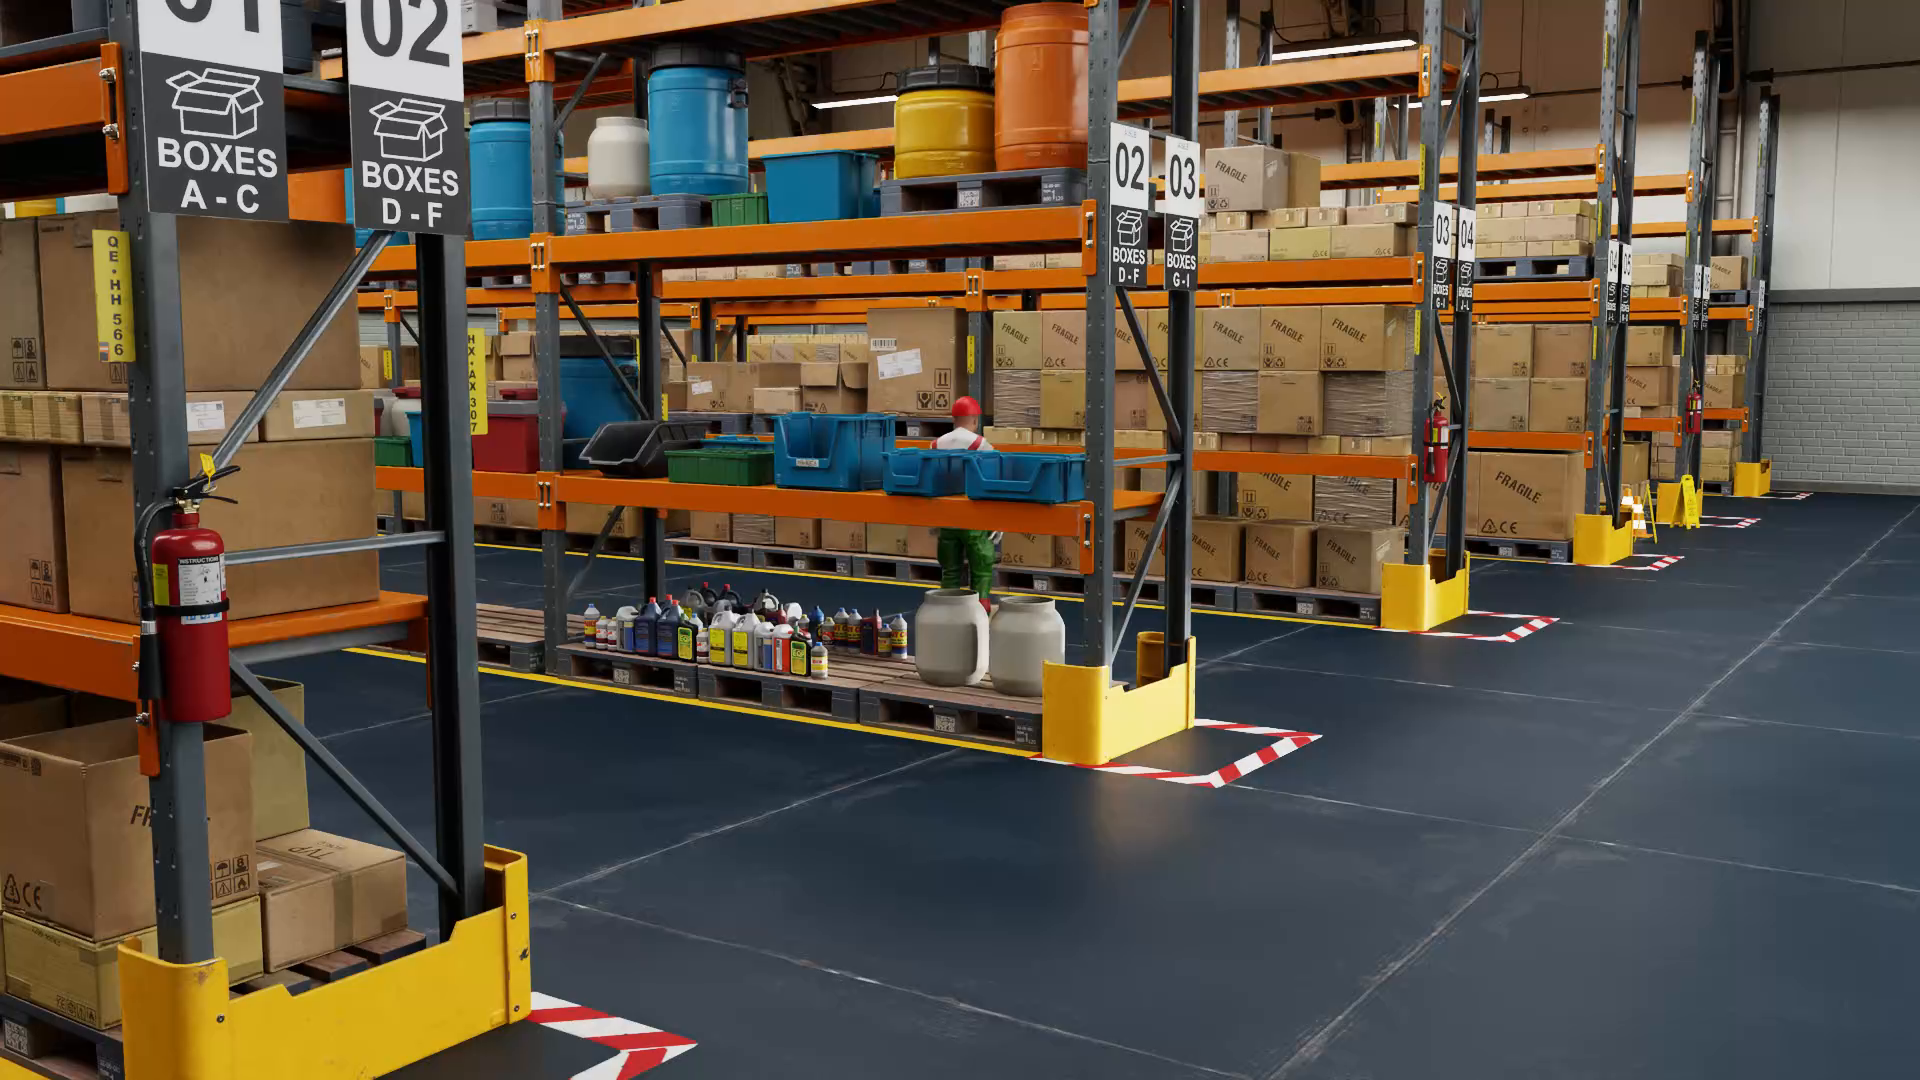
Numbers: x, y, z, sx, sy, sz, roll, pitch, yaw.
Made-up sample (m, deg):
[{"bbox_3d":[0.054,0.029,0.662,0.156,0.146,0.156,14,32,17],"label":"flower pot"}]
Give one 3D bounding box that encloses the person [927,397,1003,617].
[{"bbox_3d":[0.034,-0.129,11.849,0.606,1.777,0.454,4,7,31],"label":"person"}]
